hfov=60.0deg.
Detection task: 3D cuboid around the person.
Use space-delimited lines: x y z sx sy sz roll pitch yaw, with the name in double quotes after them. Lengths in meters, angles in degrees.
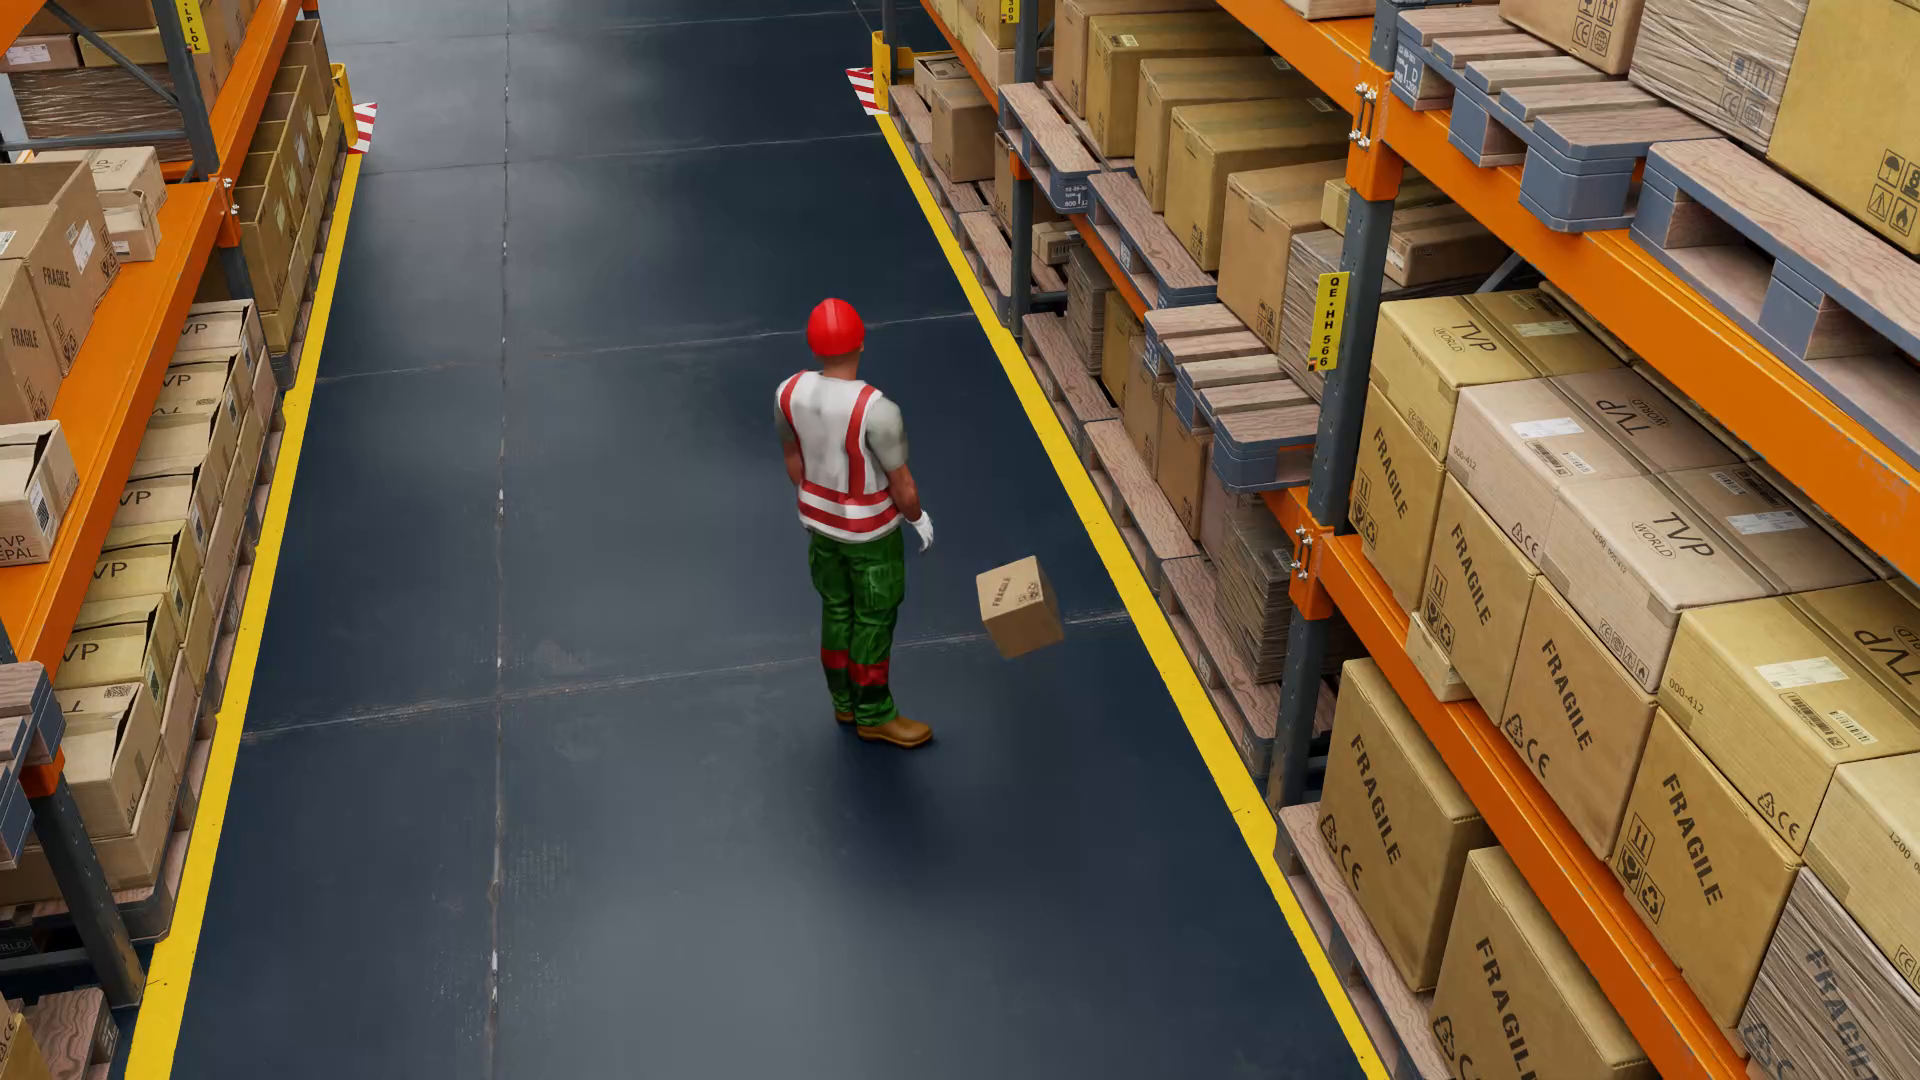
-0.354 -0.067 6.187 0.631 1.791 0.383 21 40 28 "person"
